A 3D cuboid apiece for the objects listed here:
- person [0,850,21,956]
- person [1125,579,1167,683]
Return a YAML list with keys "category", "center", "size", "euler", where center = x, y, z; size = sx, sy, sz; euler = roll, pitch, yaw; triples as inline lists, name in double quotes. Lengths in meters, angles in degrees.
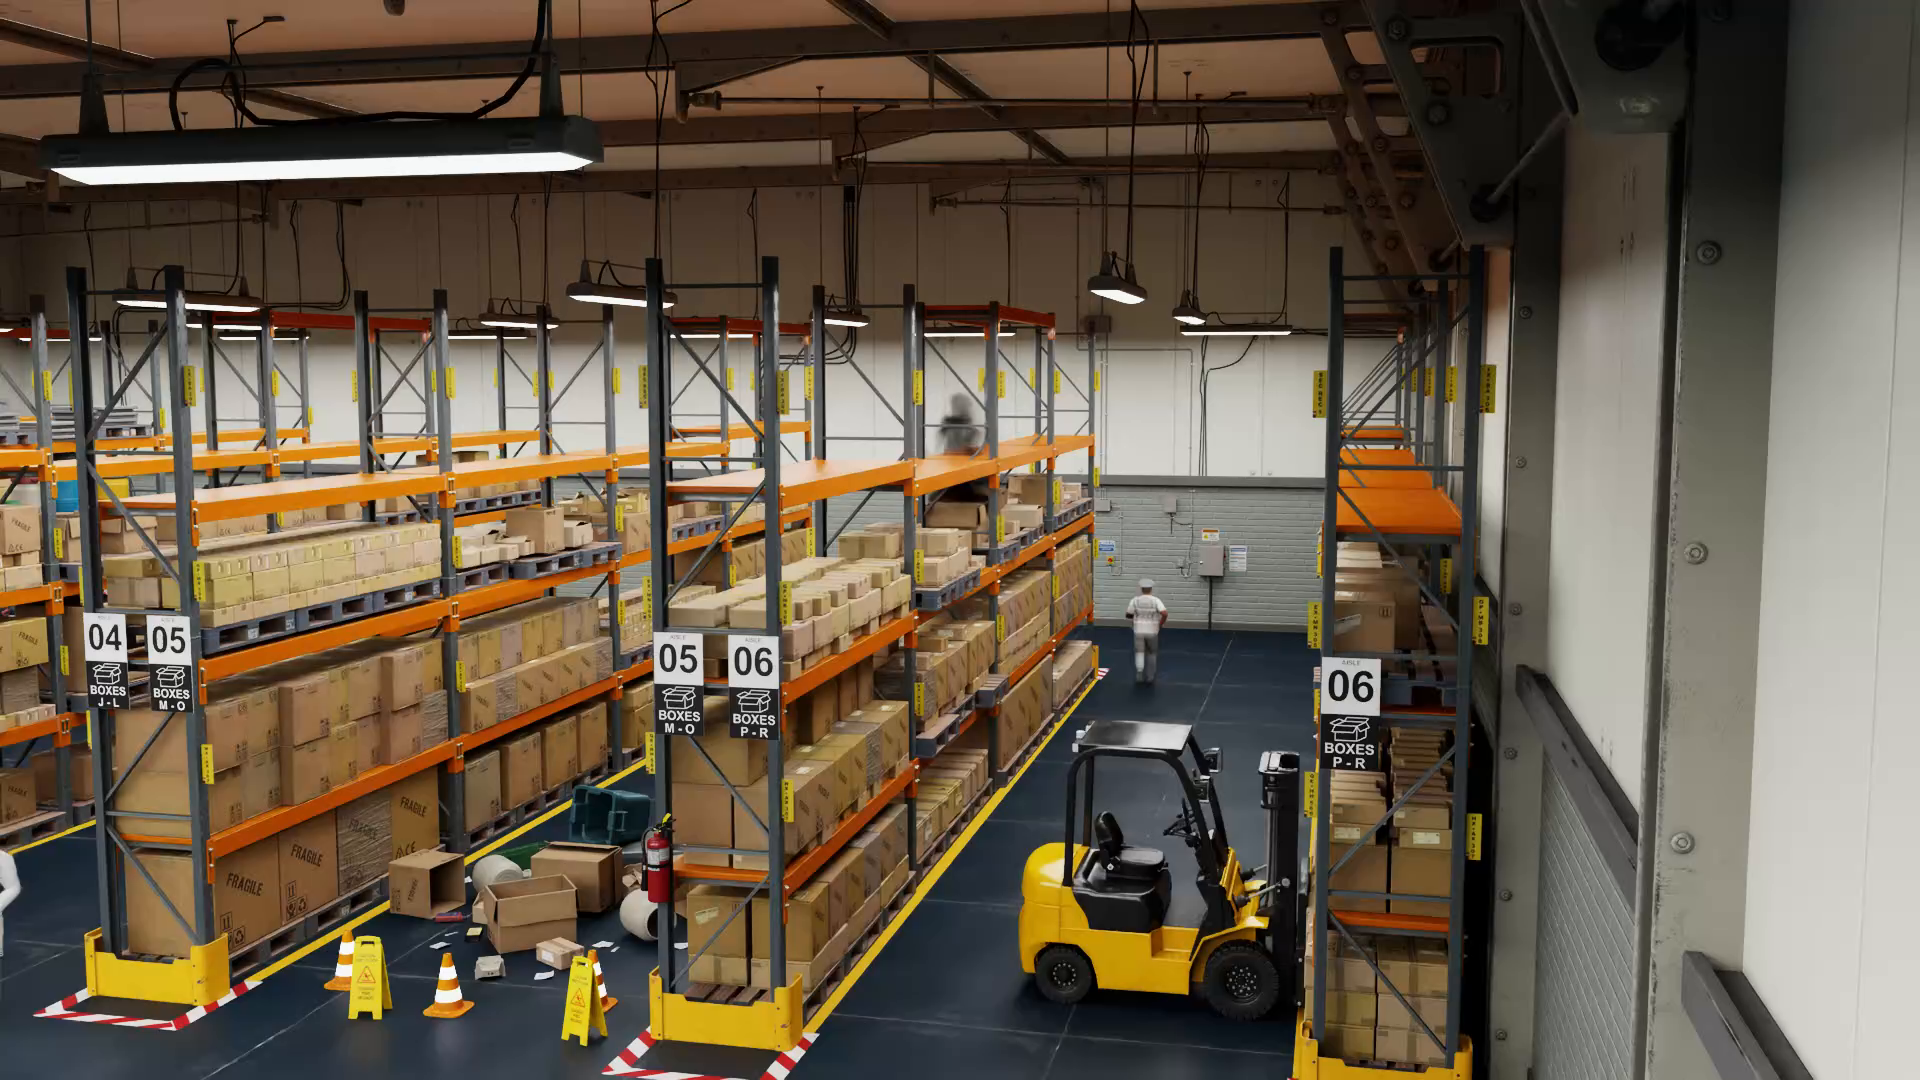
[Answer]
- category: "person"
  center: [-7.696, 3.012, 12.925]
  size: [0.732, 1.735, 0.559]
  euler: [-2, 6, -17]
- category: "person"
  center: [3.064, 1.502, 27.319]
  size: [0.689, 1.746, 0.944]
  euler: [1, 6, 9]
